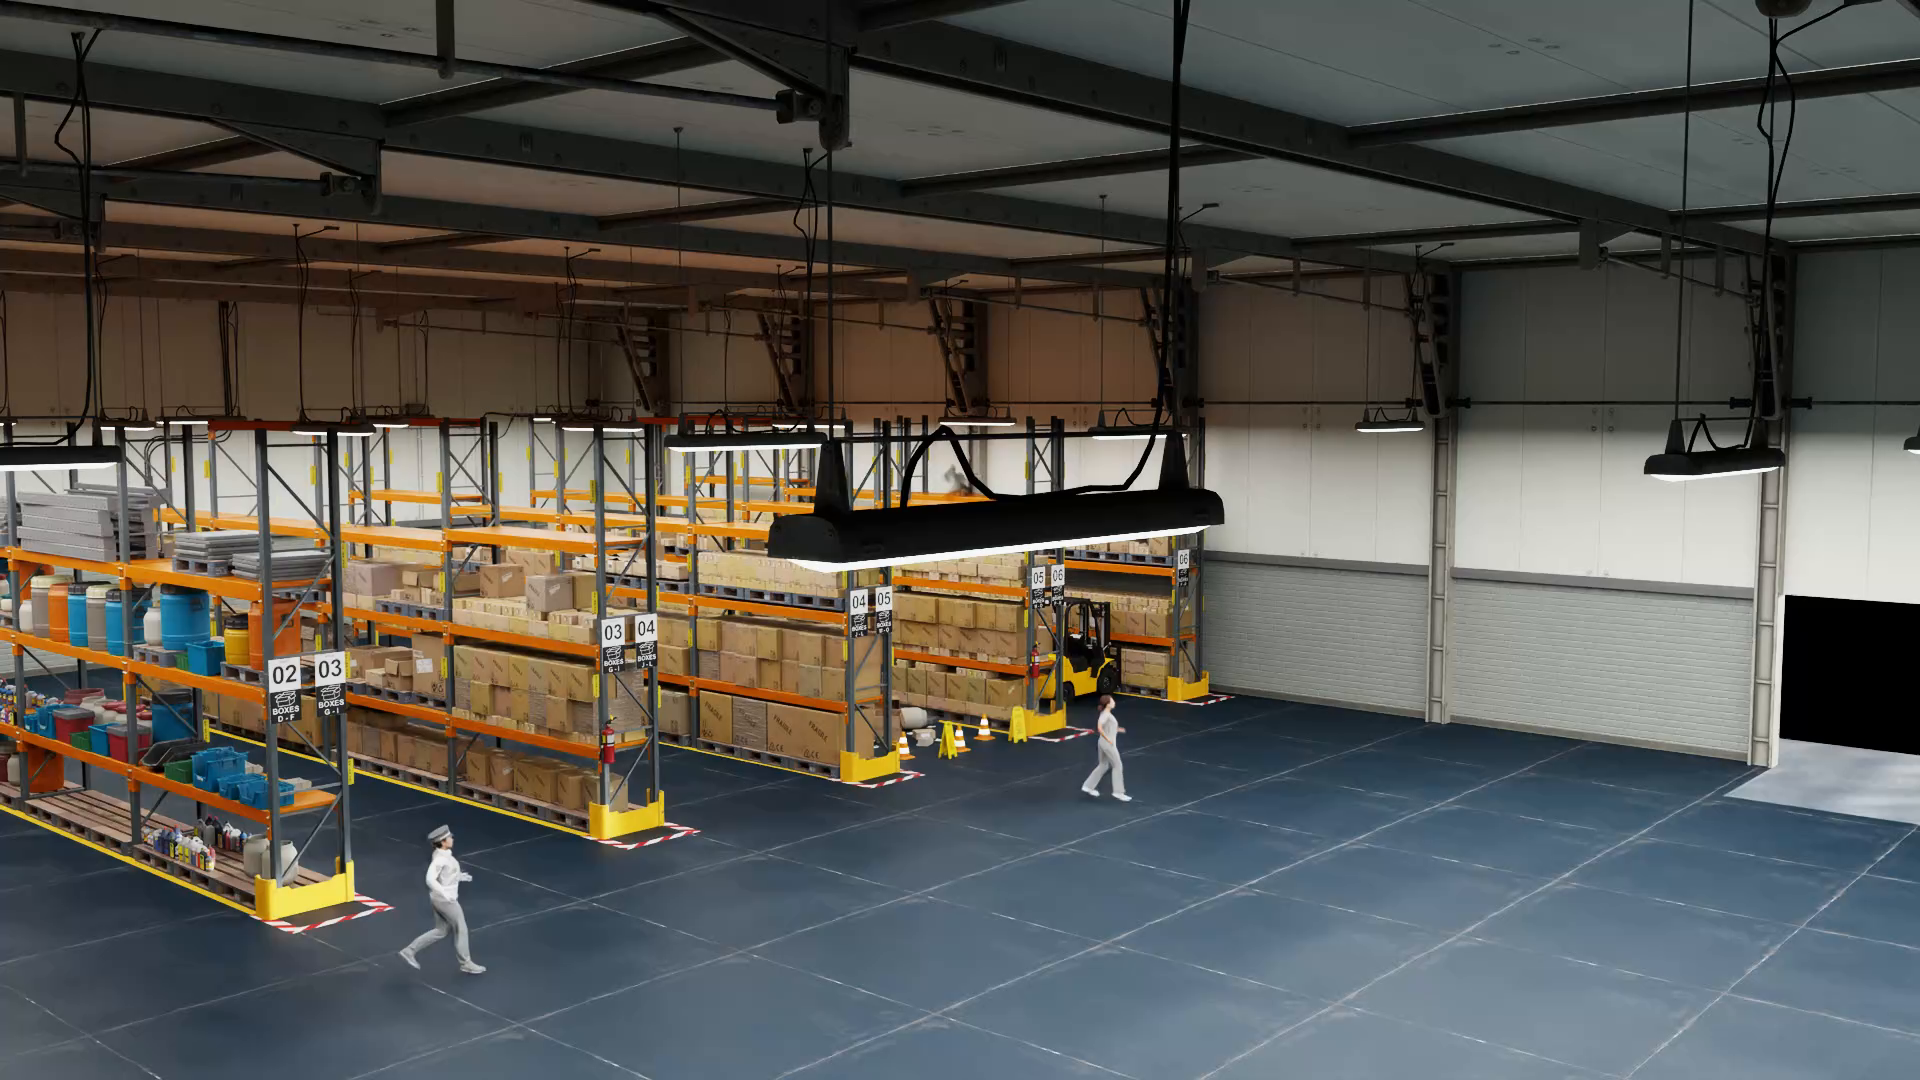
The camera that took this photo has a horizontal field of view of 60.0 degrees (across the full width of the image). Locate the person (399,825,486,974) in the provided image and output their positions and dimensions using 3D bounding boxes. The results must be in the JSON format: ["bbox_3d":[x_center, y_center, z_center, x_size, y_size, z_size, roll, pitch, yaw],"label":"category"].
[{"bbox_3d":[-5.695,3.976,18.268,0.904,1.698,0.618,-2,5,-26],"label":"person"}]

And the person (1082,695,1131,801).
[{"bbox_3d":[2.329,3.296,26.428,0.789,1.699,0.571,-1,5,-6],"label":"person"}]
